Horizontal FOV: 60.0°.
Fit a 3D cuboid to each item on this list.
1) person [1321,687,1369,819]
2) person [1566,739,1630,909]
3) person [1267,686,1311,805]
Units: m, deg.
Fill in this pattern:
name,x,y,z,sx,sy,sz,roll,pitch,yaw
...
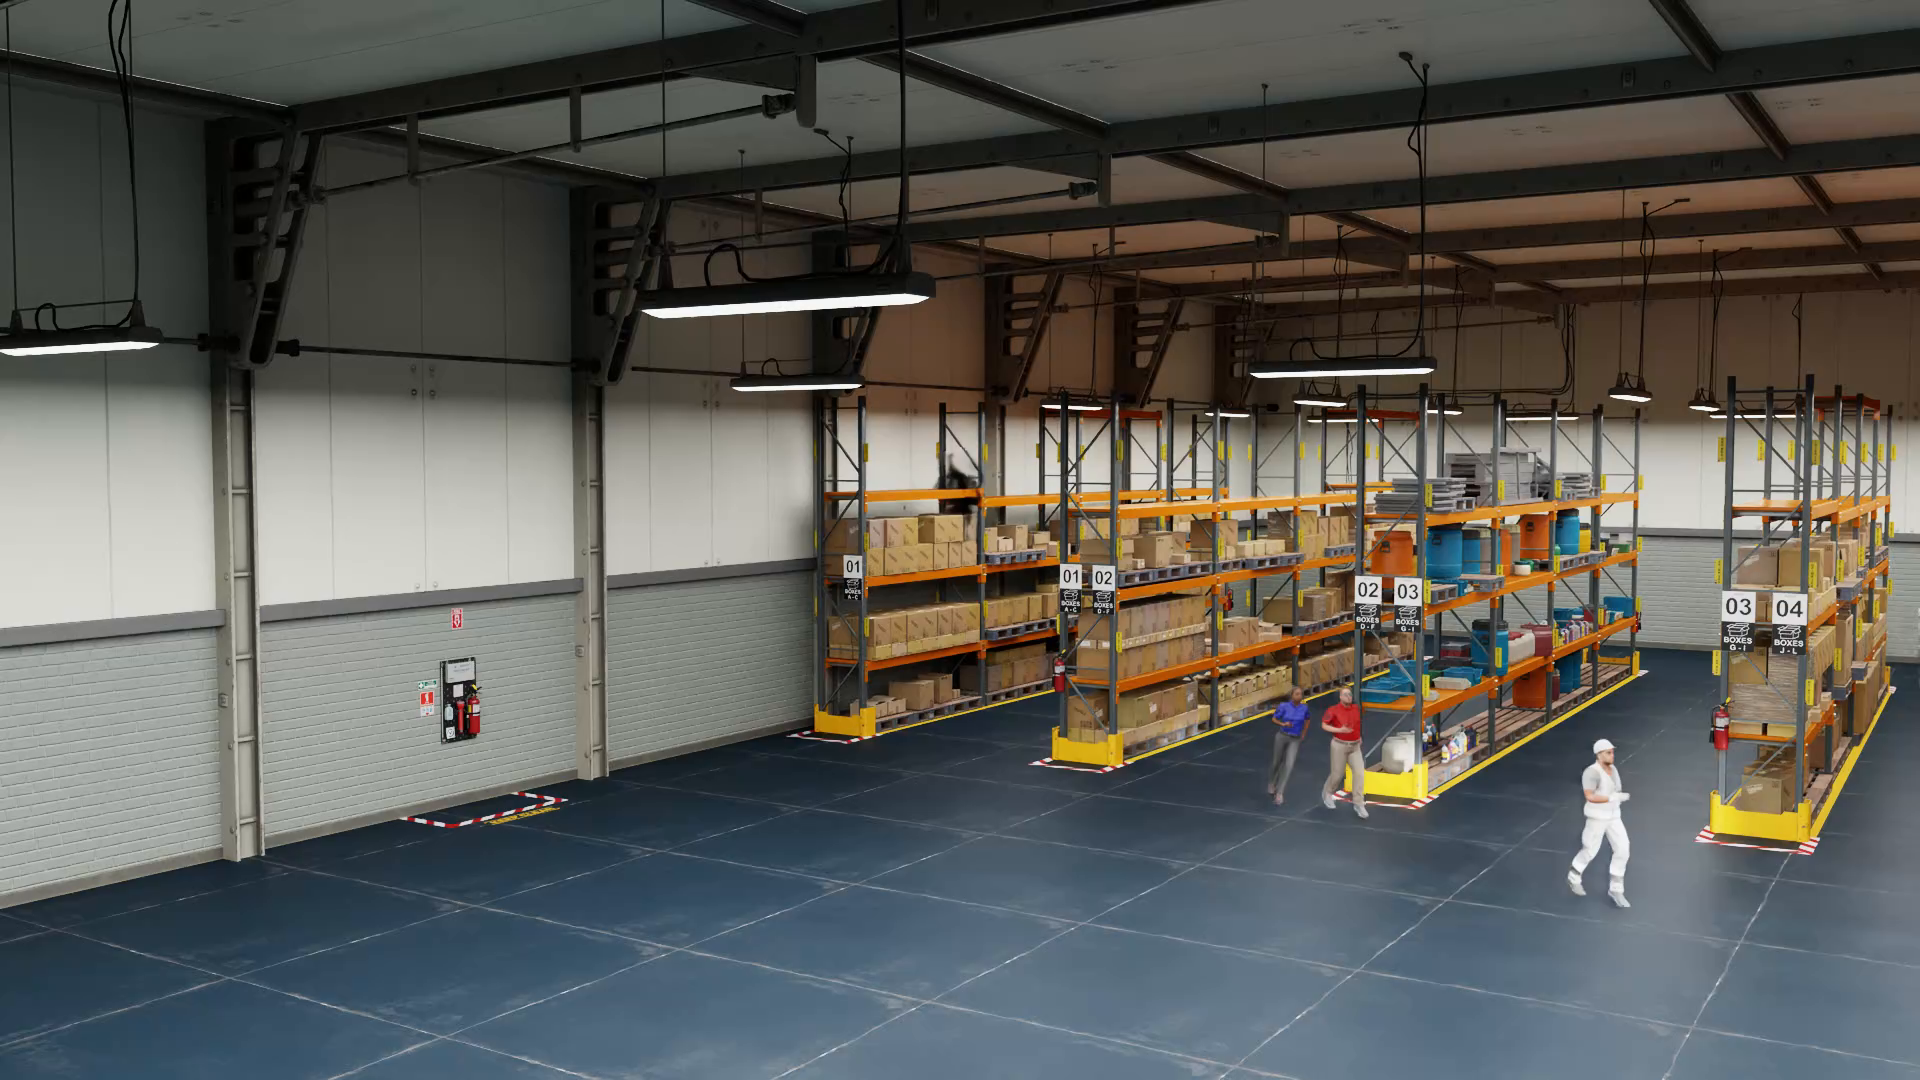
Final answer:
name,x,y,z,sx,sy,sz,roll,pitch,yaw
person,5.329,2.923,23.073,0.664,1.766,0.862,-1,3,-14
person,7.115,3.133,18.465,0.649,1.860,0.819,-2,3,-28
person,4.766,2.927,23.984,0.614,1.654,0.839,0,3,6
